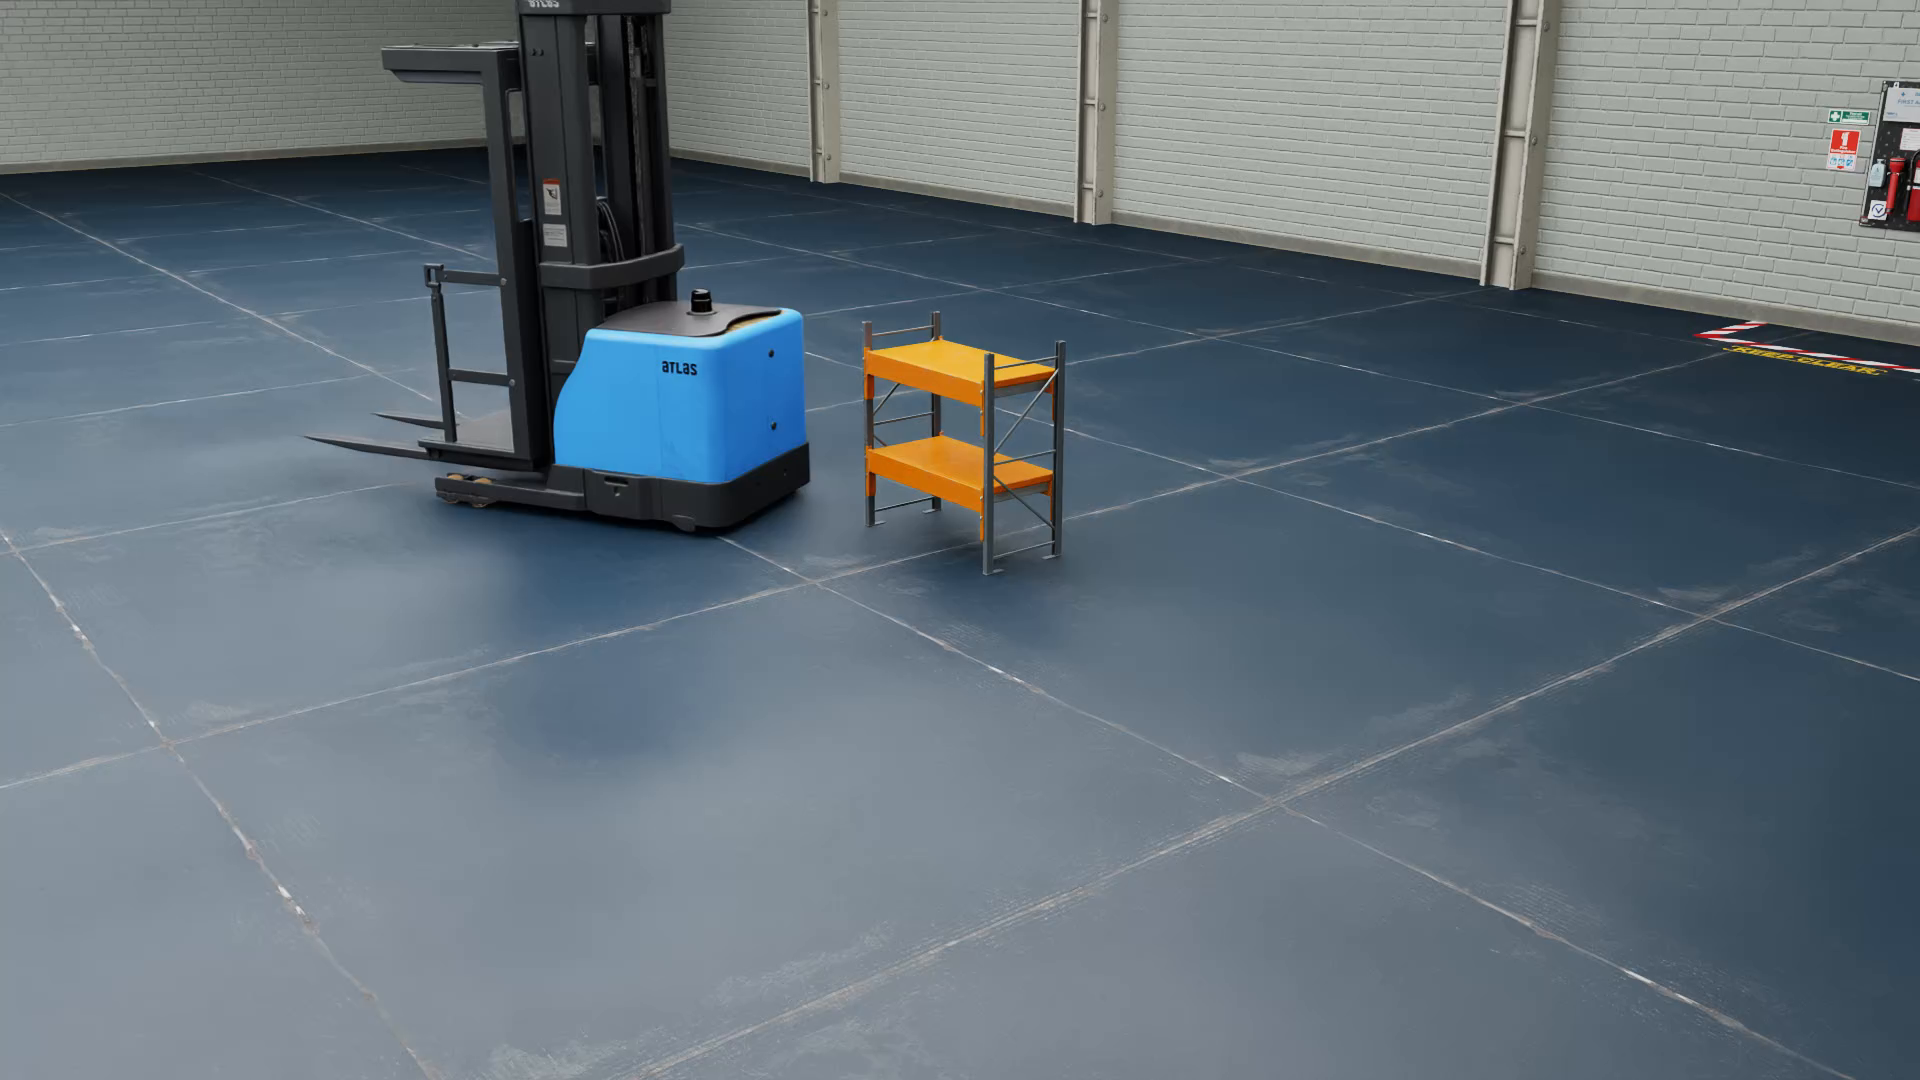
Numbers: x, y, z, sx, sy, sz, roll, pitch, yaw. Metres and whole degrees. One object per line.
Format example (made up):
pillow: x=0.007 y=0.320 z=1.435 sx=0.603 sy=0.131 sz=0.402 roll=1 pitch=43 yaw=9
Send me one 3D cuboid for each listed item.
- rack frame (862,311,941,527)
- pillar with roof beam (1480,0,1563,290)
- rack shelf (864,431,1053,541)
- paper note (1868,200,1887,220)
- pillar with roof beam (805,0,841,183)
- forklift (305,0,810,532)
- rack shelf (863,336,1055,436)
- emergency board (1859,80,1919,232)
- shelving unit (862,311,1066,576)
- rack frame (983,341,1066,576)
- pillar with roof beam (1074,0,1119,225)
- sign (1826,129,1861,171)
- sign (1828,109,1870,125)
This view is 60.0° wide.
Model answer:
rack frame: x=-0.311 y=-0.658 z=9.059 sx=0.500 sy=1.125 sz=0.032 roll=-14 pitch=23 yaw=-36
pillar with roof beam: x=2.026 y=-5.948 z=12.509 sx=9.100 sy=9.000 sz=0.400 roll=-14 pitch=23 yaw=-36
rack shelf: x=0.004 y=-0.300 z=8.758 sx=0.538 sy=0.278 sz=1.000 roll=-14 pitch=23 yaw=-36
paper note: x=7.566 y=-2.717 z=13.697 sx=0.016 sy=0.148 sz=0.142 roll=-14 pitch=23 yaw=-36
pillar with roof beam: x=-5.424 y=-8.905 z=21.439 sx=9.100 sy=9.000 sz=0.400 roll=-14 pitch=23 yaw=-36
forklift: x=-2.437 y=-1.716 z=9.383 sx=3.031 sy=2.935 sz=1.130 roll=8 pitch=20 yaw=22
rack shelf: x=0.004 y=-0.810 z=8.589 sx=0.538 sy=0.278 sz=1.000 roll=-14 pitch=23 yaw=-36
emergency board: x=7.622 y=-3.078 z=13.386 sx=0.194 sy=1.169 sz=0.643 roll=-14 pitch=23 yaw=-36
shelving unit: x=0.004 y=-0.532 z=8.681 sx=0.538 sy=1.125 sz=1.048 roll=-14 pitch=23 yaw=-36
rack frame: x=0.320 y=-0.407 z=8.302 sx=0.500 sy=1.125 sz=0.032 roll=-14 pitch=23 yaw=-36
pillar with roof beam: x=-1.699 y=-7.426 z=16.974 sx=9.100 sy=9.000 sz=0.400 roll=-14 pitch=23 yaw=-36
sign: x=7.359 y=-3.251 z=13.853 sx=0.001 sy=0.329 sz=0.234 roll=-14 pitch=23 yaw=-36
sign: x=7.355 y=-3.500 z=13.761 sx=0.001 sy=0.109 sz=0.331 roll=-14 pitch=23 yaw=-36
